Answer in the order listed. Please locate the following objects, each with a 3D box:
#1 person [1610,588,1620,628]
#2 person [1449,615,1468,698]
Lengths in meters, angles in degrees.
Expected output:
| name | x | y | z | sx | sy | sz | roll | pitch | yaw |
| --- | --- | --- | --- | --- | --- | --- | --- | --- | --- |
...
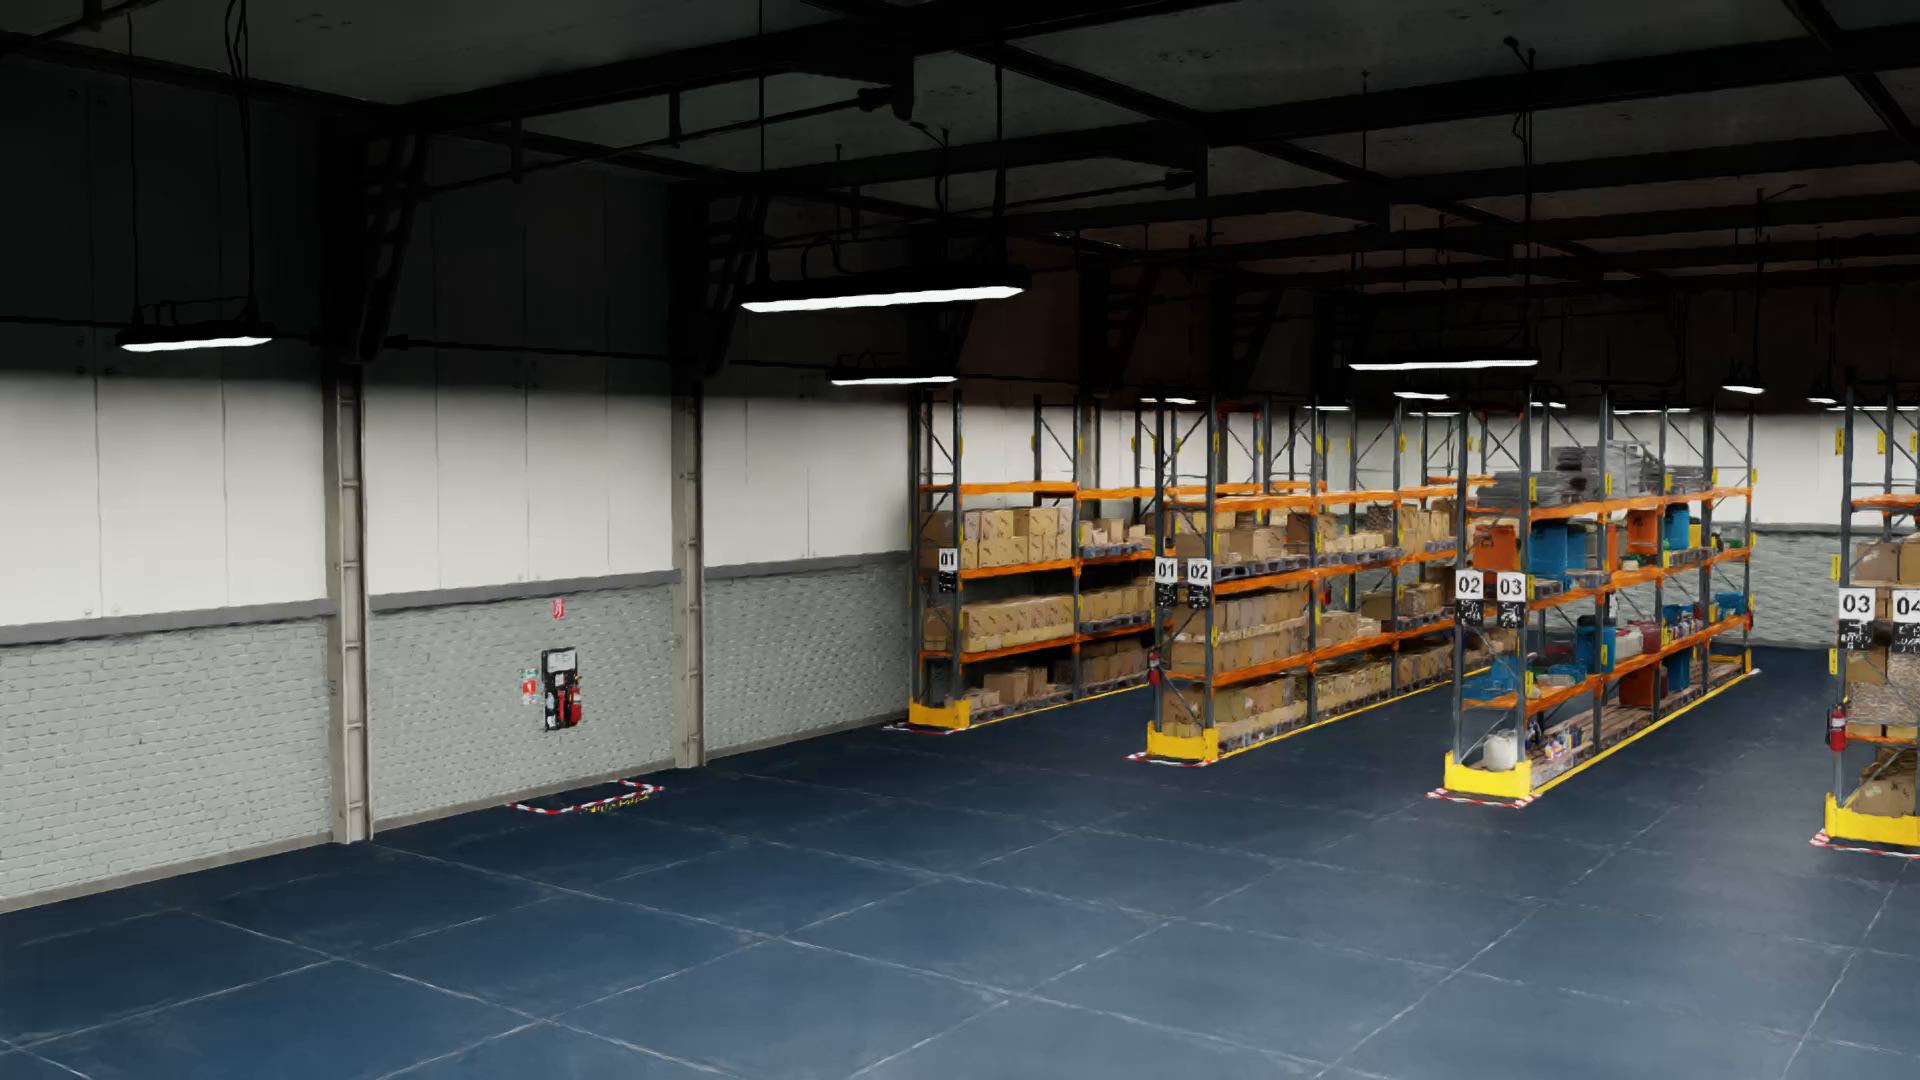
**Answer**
| name | x | y | z | sx | sy | sz | roll | pitch | yaw |
| --- | --- | --- | --- | --- | --- | --- | --- | --- | --- |
| person | 15.703 | 1.833 | 40.201 | 0.532 | 1.603 | 0.455 | -1 | 3 | -18 |
| person | 9.886 | 2.291 | 32.885 | 0.415 | 1.650 | 0.499 | 0 | 3 | 5 |
